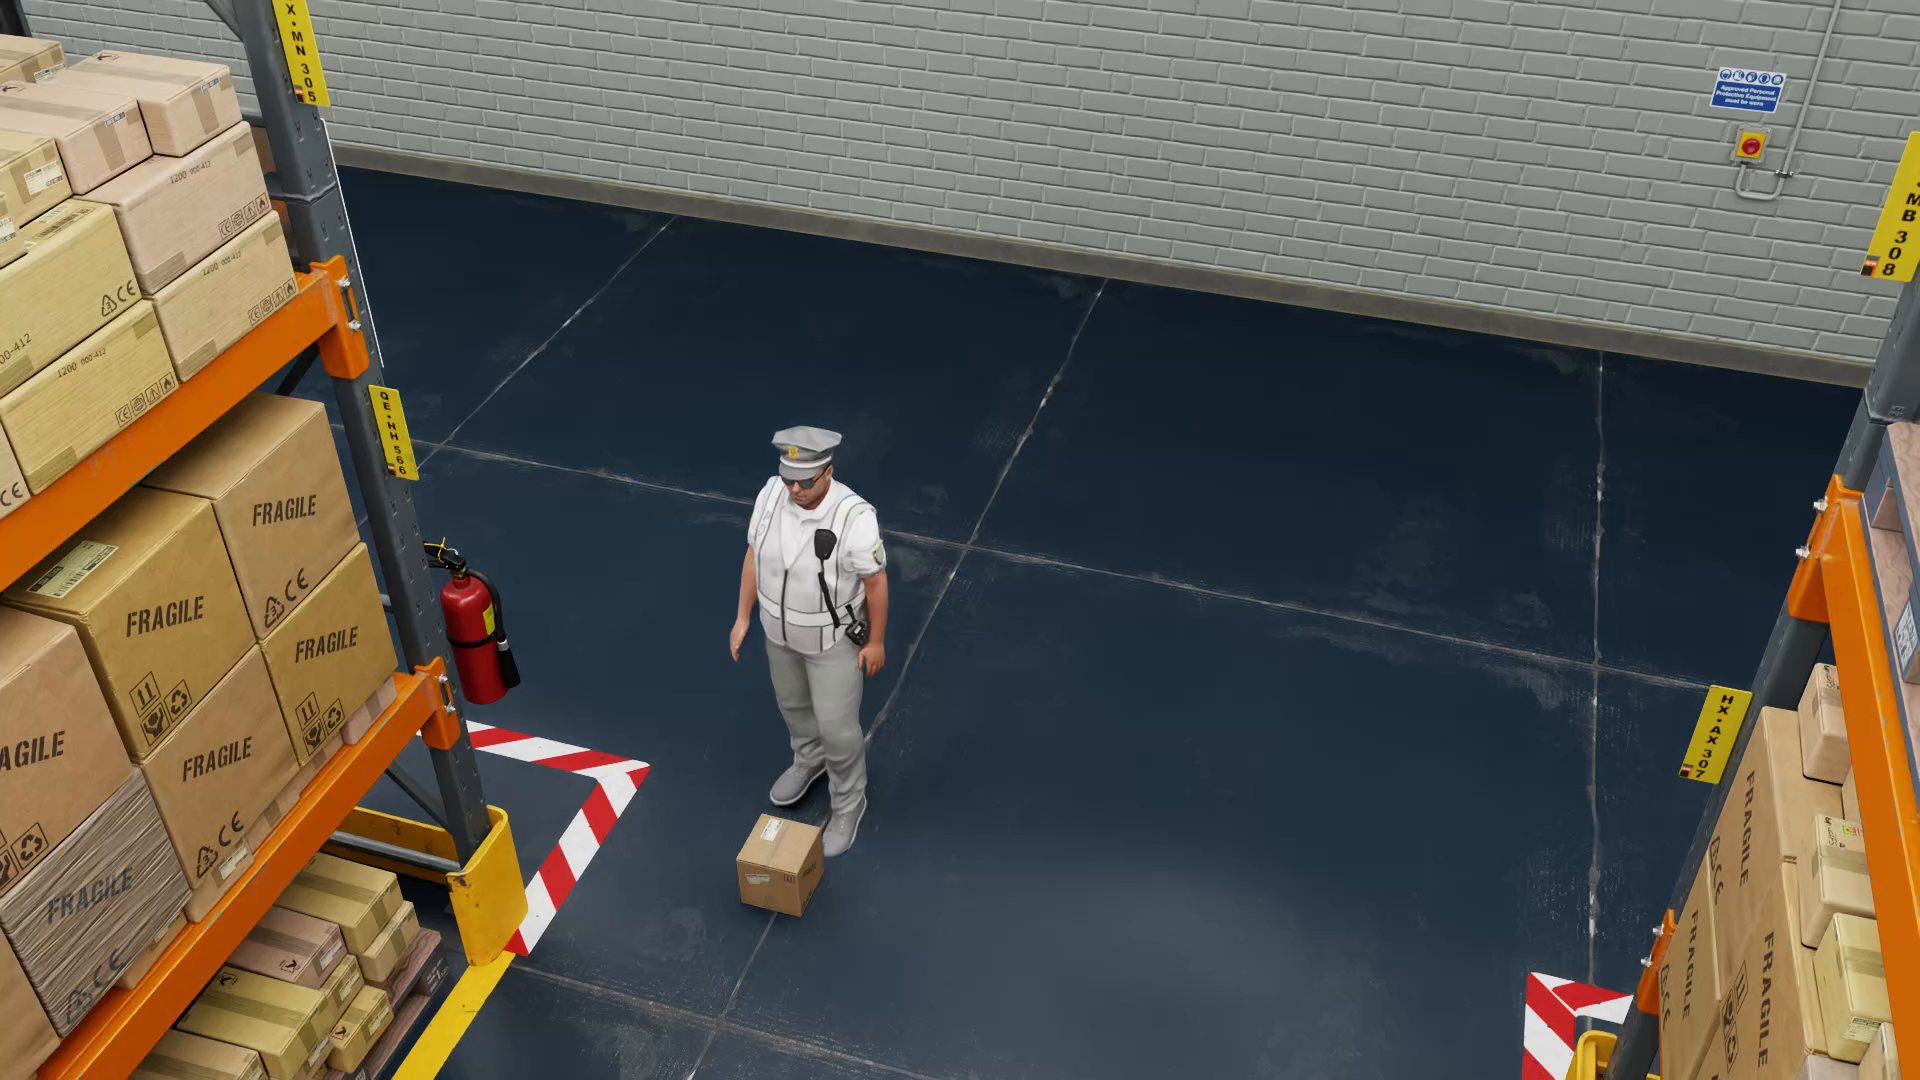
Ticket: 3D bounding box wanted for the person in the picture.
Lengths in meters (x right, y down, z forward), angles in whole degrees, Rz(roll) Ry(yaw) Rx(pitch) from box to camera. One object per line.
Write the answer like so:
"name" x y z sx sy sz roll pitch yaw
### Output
"person" -0.594 0.377 6.382 0.577 1.808 0.514 19 41 24
